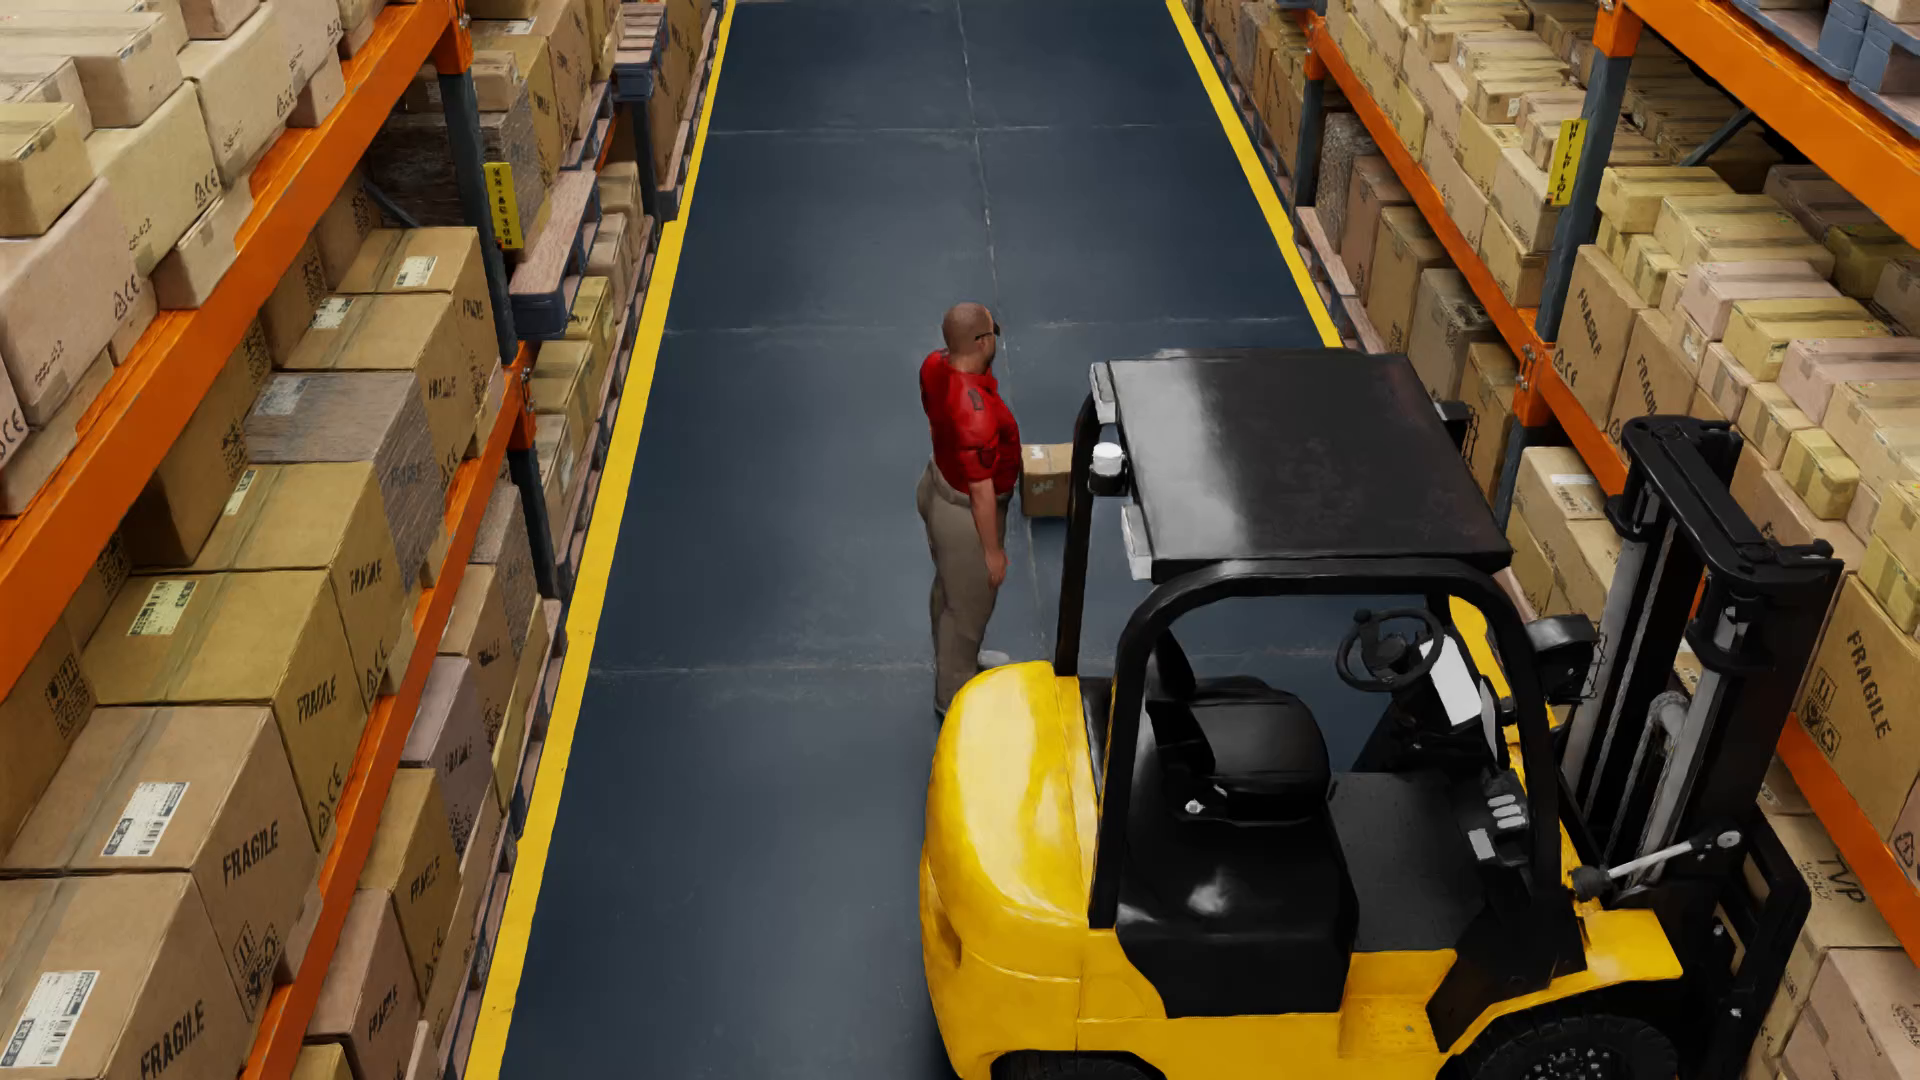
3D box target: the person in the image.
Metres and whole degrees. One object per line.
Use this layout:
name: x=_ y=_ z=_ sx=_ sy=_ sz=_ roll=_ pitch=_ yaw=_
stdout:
person: x=0.051 y=-0.103 z=6.266 sx=0.388 sy=1.740 sz=0.615 roll=-9 pitch=36 yaw=-13
